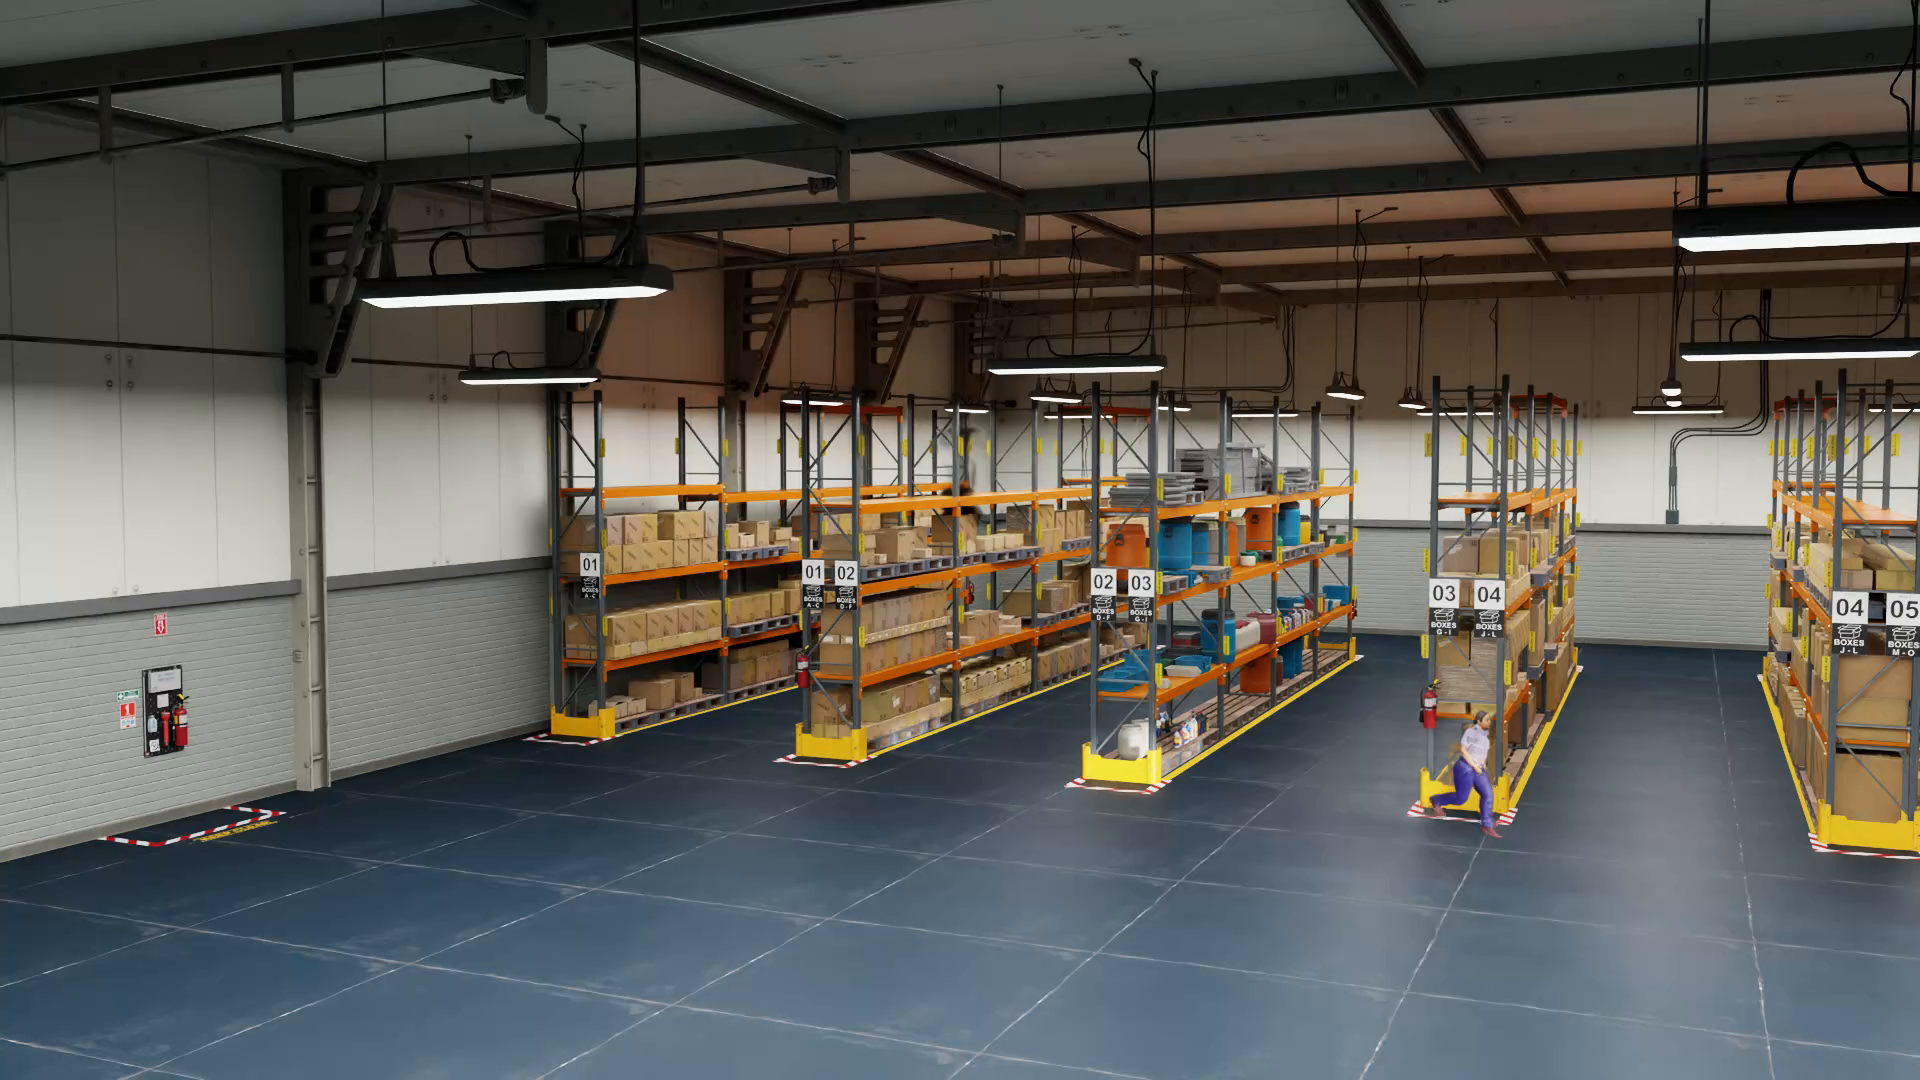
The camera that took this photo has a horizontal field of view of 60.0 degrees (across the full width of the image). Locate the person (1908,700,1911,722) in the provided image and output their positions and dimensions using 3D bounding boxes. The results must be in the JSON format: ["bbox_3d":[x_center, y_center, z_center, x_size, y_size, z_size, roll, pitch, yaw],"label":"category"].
[{"bbox_3d":[17.276,2.528,30.309,0.504,1.585,0.732,1,3,22],"label":"person"}]

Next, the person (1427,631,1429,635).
[{"bbox_3d":[9.784,2.300,34.003,0.570,1.661,0.515,2,4,31],"label":"person"}]

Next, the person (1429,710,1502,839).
[{"bbox_3d":[6.599,3.027,21.646,0.995,1.636,0.605,3,4,45],"label":"person"}]
